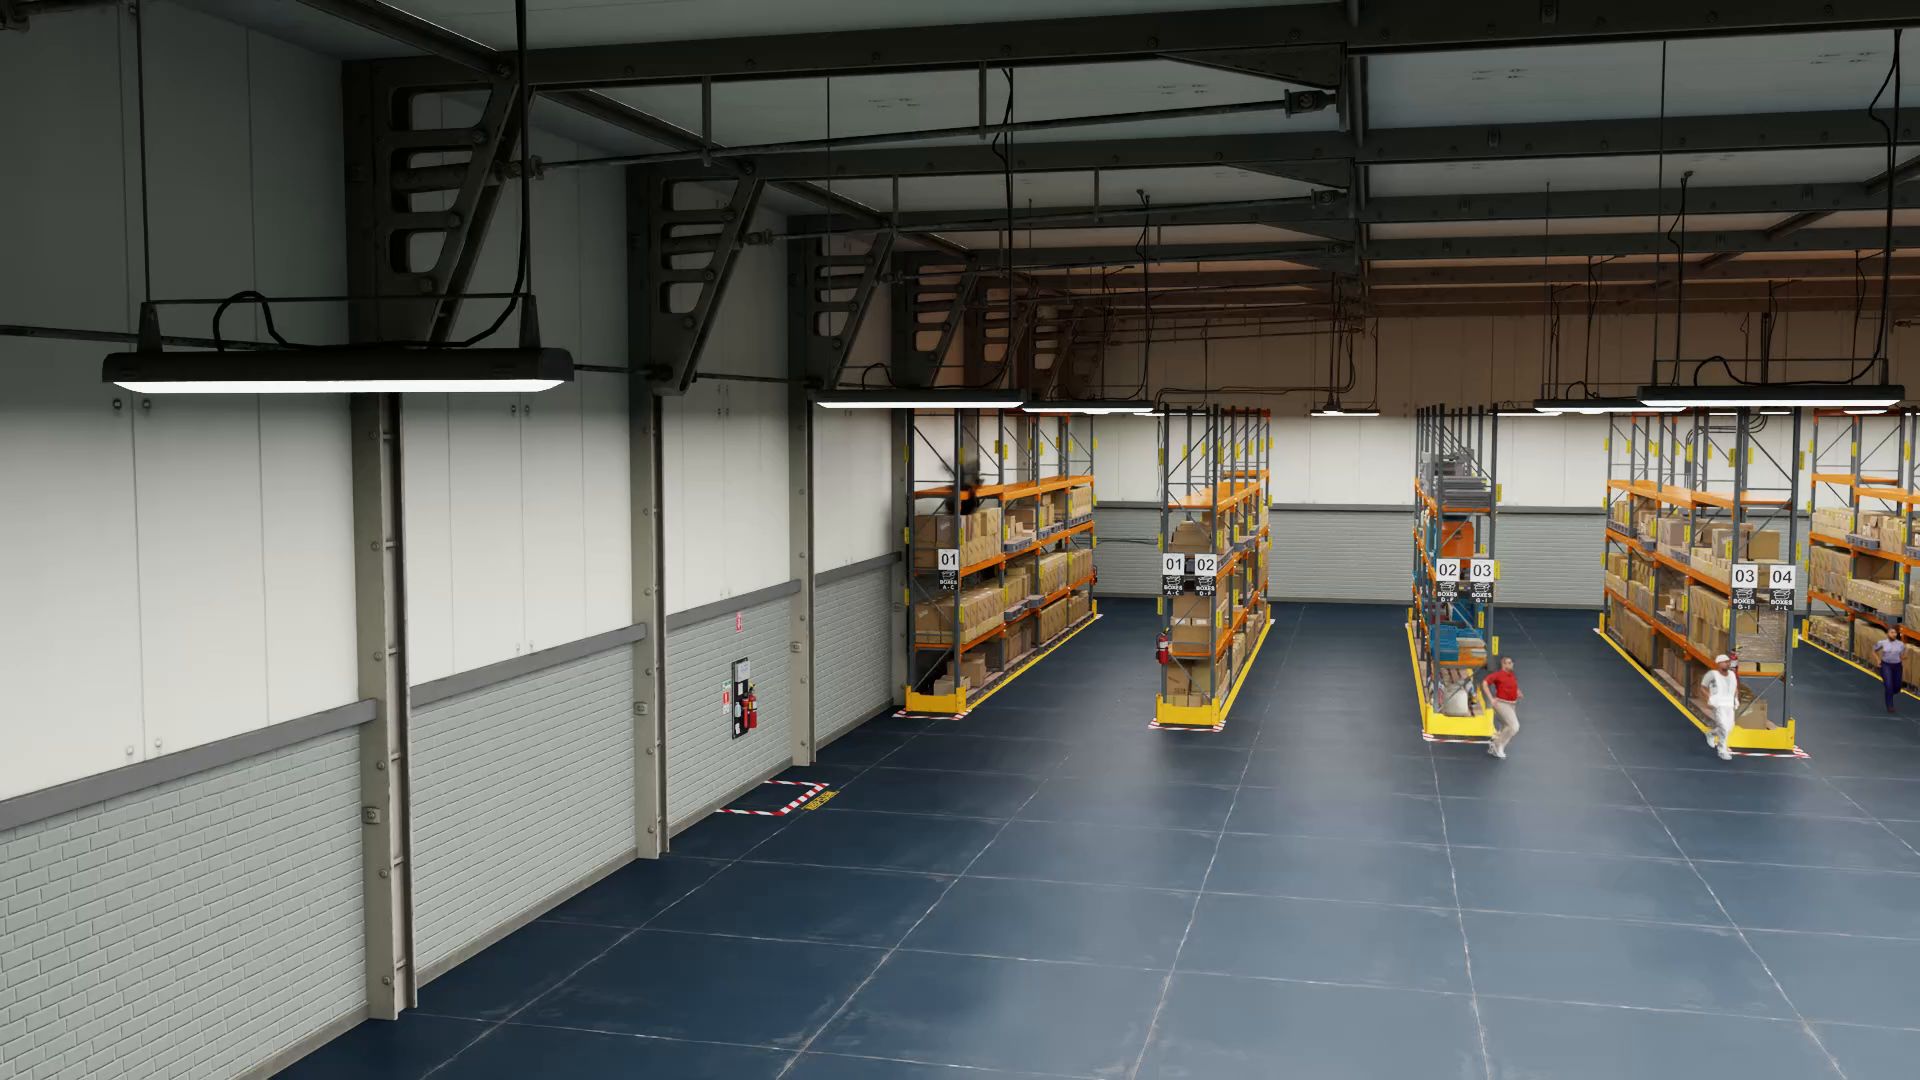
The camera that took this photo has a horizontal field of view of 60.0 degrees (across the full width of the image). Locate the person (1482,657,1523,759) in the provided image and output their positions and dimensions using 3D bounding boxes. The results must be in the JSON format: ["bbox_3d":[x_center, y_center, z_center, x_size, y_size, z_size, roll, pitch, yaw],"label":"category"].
[{"bbox_3d":[9.223,2.834,28.074,0.607,1.700,0.678,4,6,44],"label":"person"}]

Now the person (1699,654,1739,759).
[{"bbox_3d":[12.887,2.801,28.187,0.697,1.741,0.684,-1,4,-14],"label":"person"}]

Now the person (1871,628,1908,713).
[{"bbox_3d":[18.277,2.531,32.674,0.619,1.618,0.862,1,4,10],"label":"person"}]
